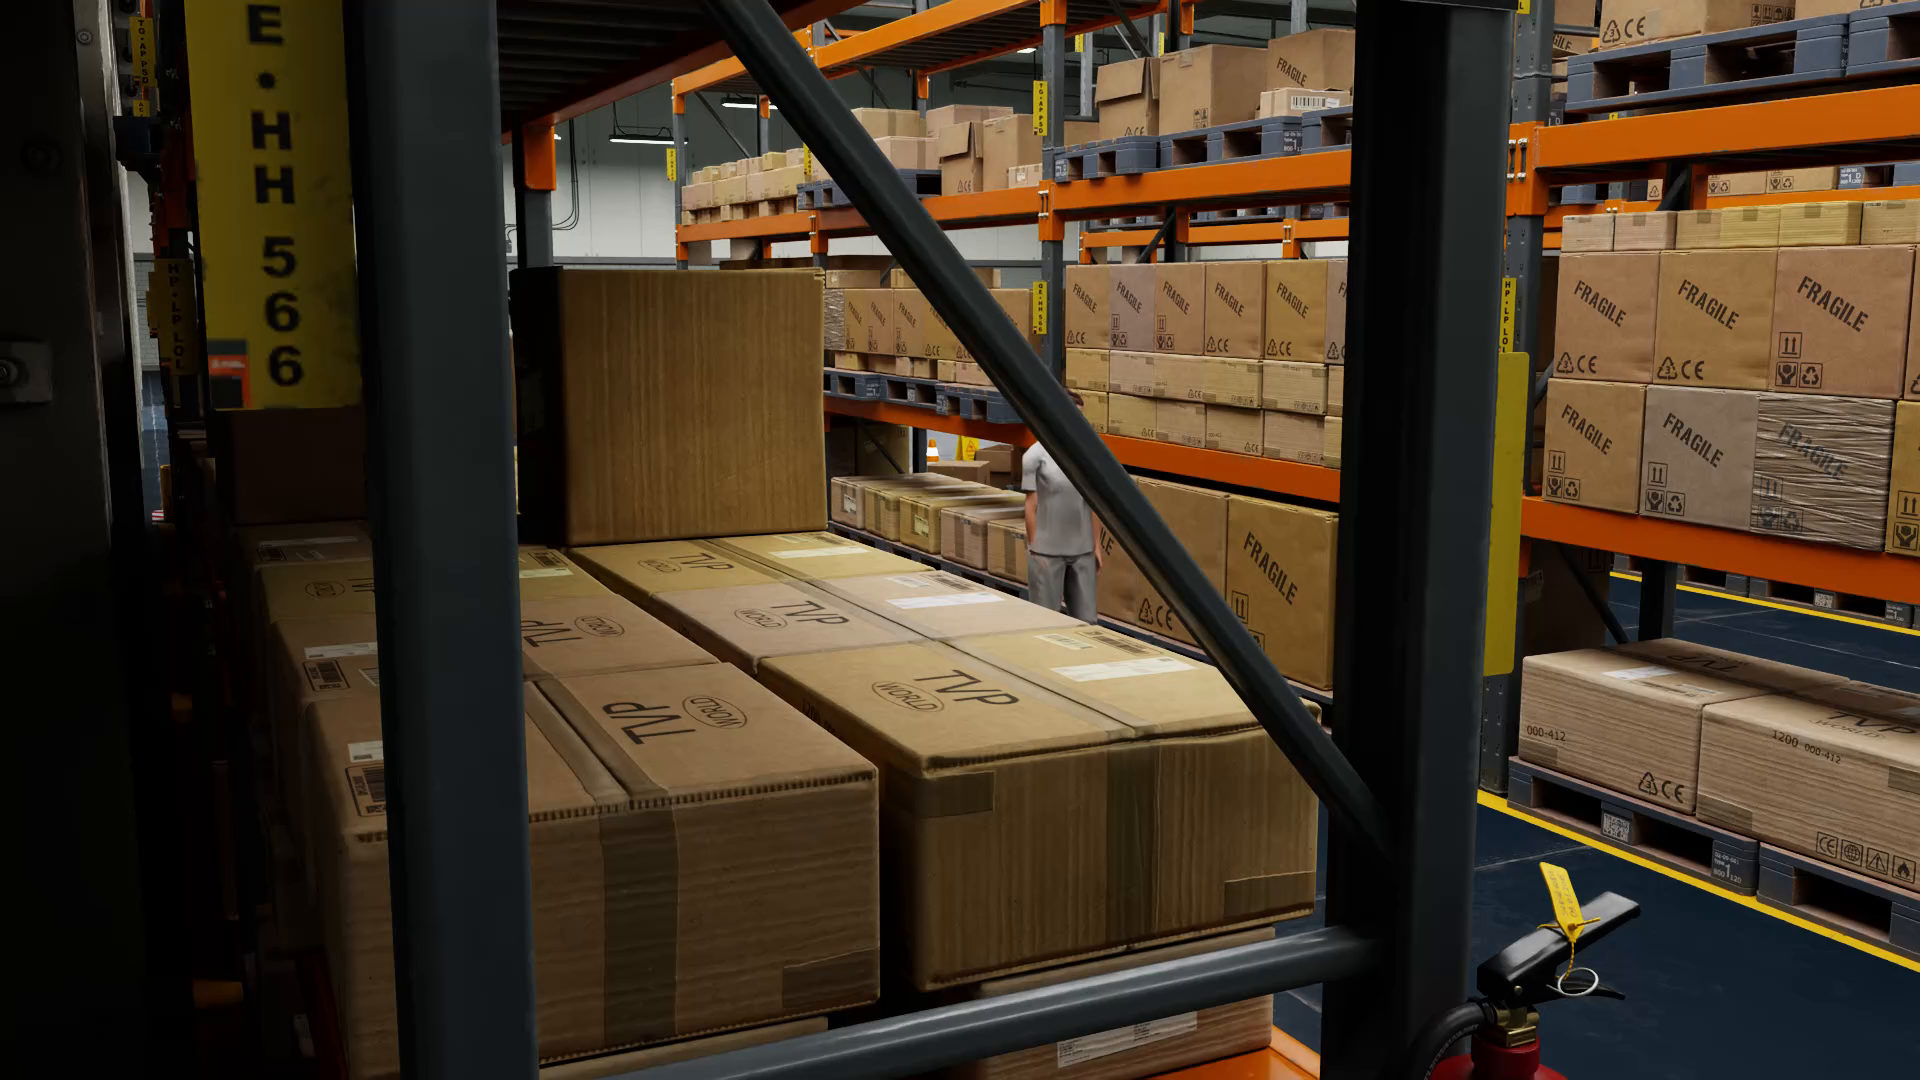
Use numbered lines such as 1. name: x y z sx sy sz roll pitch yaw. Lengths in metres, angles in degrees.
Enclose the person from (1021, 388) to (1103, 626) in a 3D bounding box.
1. person: 0.516 0.070 8.415 0.440 1.673 0.365 -4 9 -25
